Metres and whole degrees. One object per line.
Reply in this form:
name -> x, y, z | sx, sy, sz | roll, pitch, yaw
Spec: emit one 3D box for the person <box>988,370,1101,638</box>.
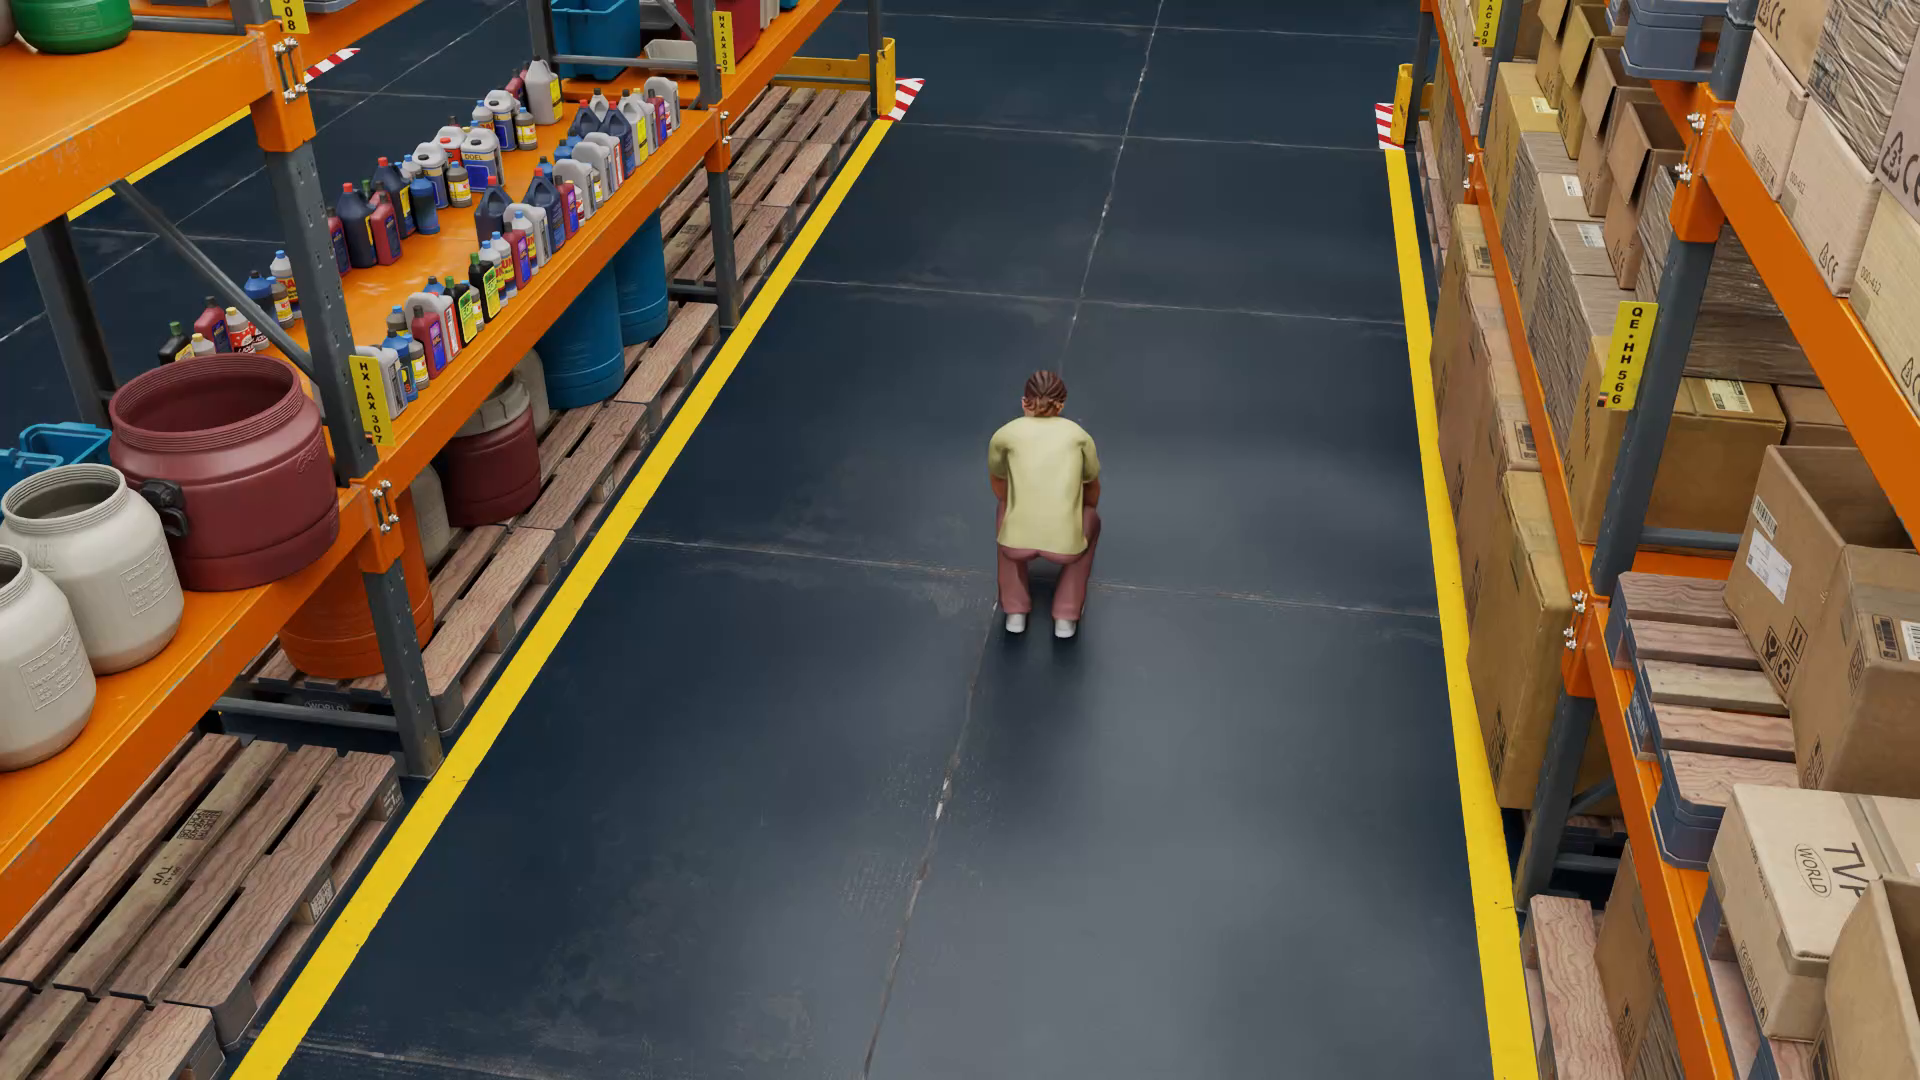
person -> 0.339, -0.137, 6.994 | 0.496, 0.991, 0.775 | 5, 33, 8
